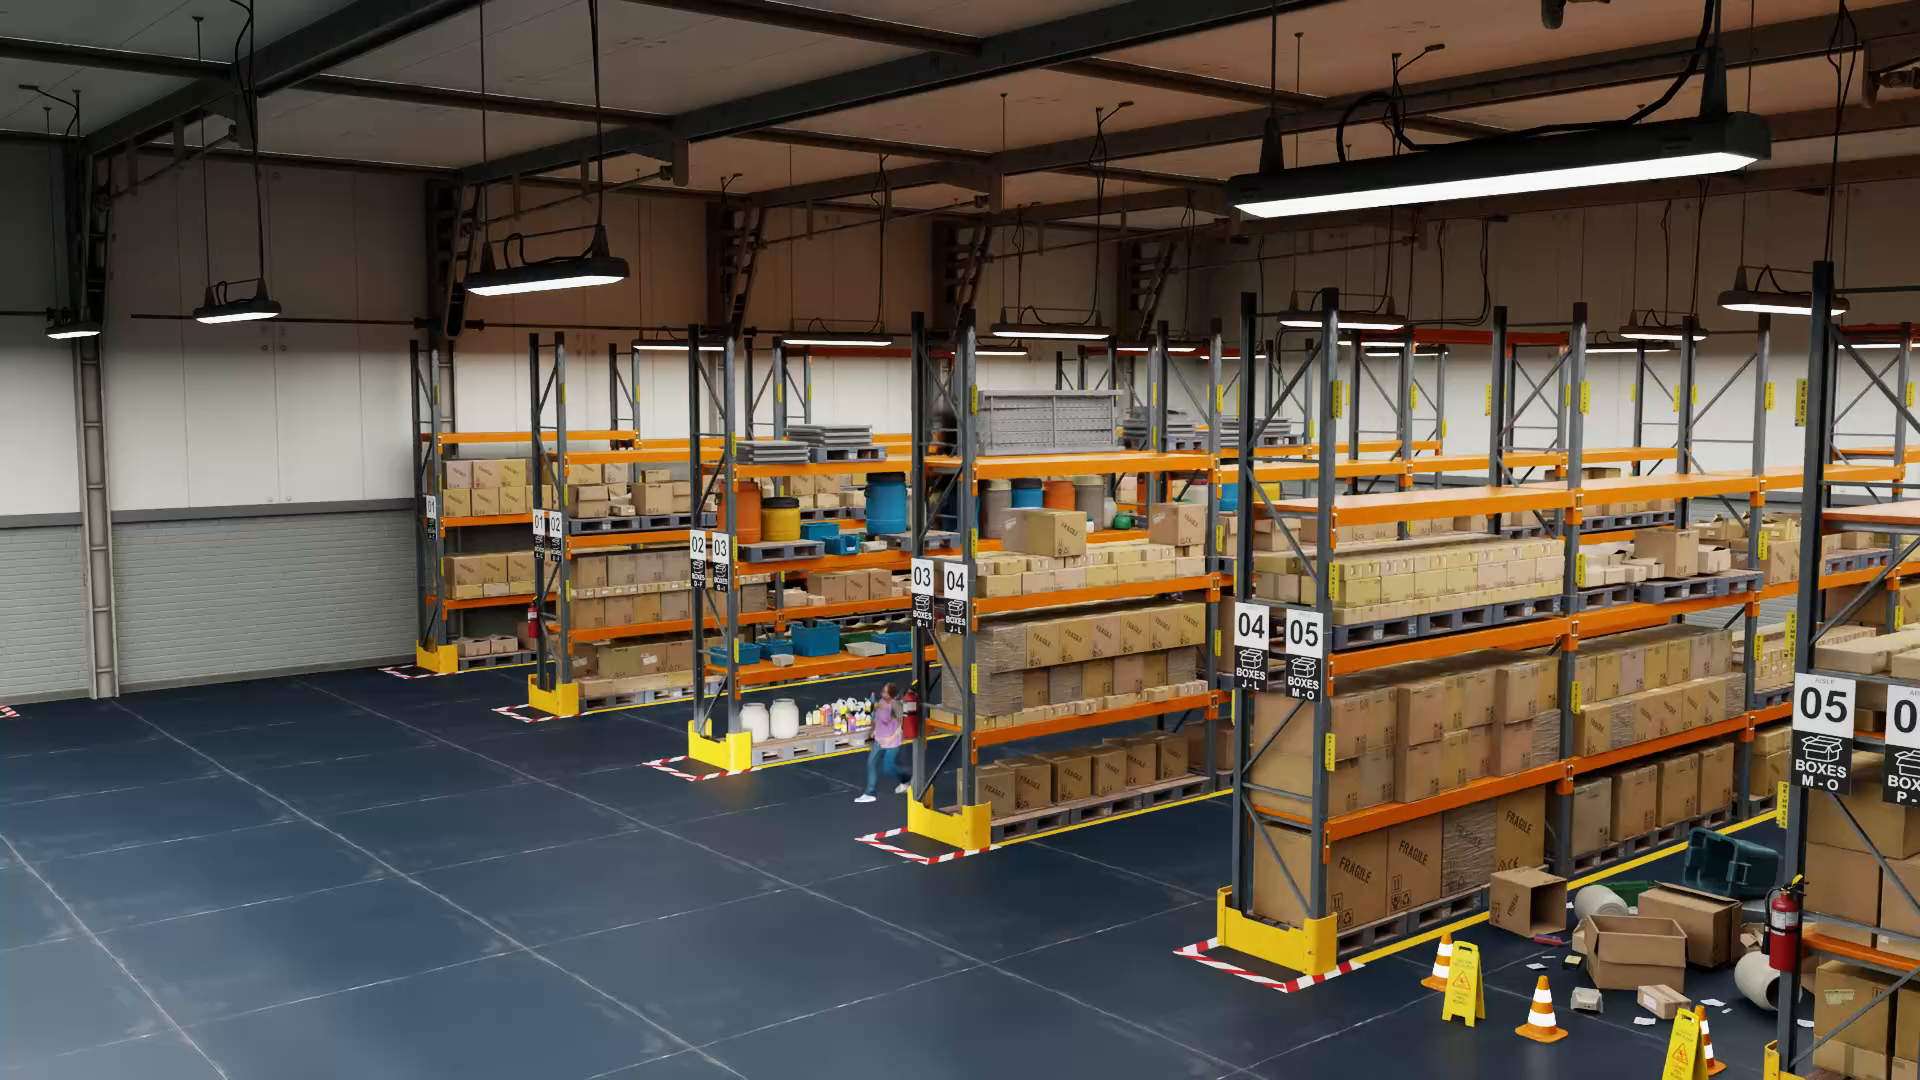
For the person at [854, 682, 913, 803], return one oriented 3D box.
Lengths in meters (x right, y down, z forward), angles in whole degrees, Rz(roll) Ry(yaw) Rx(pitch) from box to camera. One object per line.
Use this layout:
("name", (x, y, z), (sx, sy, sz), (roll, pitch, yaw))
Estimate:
("person", (-0.835, 2.503, 20.557), (0.785, 1.546, 0.595), (-4, 7, -37))
